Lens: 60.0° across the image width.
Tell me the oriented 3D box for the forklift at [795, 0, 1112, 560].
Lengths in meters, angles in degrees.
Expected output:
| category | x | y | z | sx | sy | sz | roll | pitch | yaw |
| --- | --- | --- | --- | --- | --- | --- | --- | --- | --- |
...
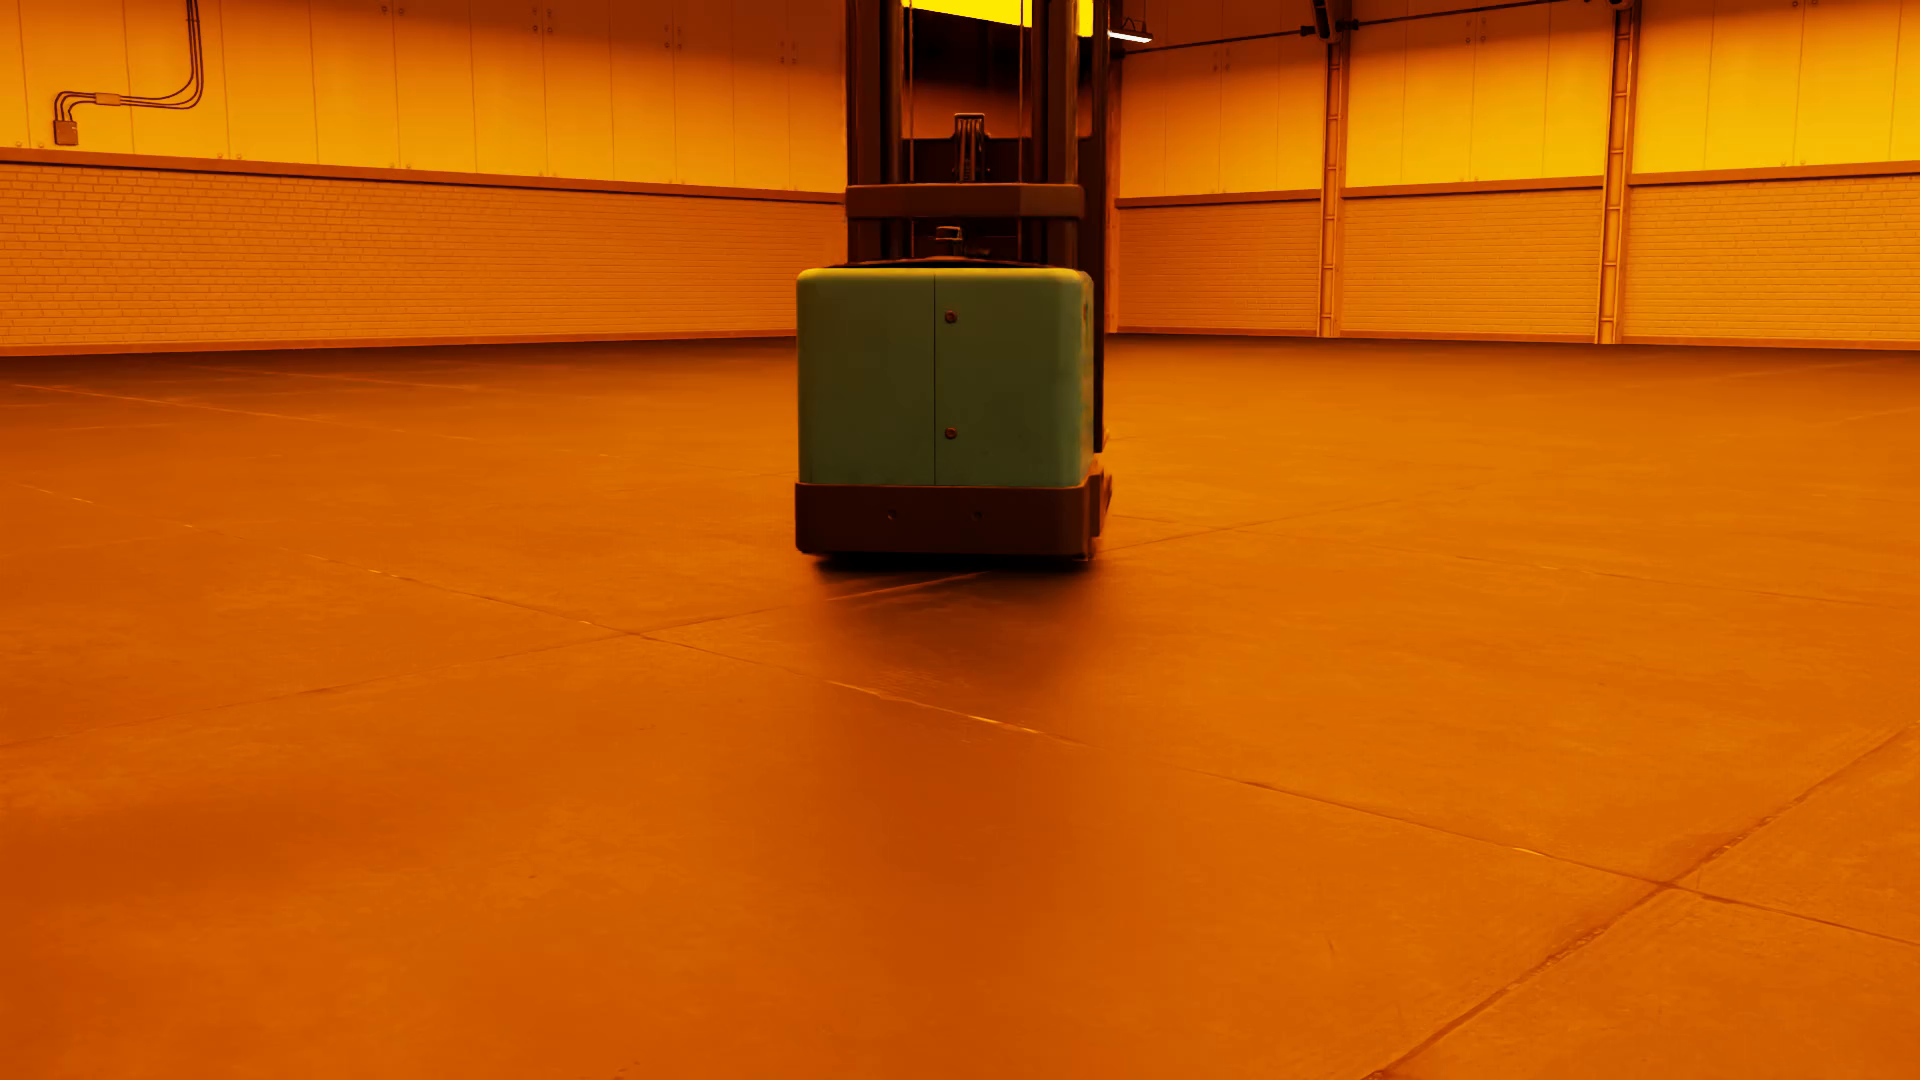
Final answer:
| category | x | y | z | sx | sy | sz | roll | pitch | yaw |
| --- | --- | --- | --- | --- | --- | --- | --- | --- | --- |
| forklift | 0.102 | -1.554 | 7.194 | 1.130 | 2.935 | 3.031 | 1 | 9 | 7 |
